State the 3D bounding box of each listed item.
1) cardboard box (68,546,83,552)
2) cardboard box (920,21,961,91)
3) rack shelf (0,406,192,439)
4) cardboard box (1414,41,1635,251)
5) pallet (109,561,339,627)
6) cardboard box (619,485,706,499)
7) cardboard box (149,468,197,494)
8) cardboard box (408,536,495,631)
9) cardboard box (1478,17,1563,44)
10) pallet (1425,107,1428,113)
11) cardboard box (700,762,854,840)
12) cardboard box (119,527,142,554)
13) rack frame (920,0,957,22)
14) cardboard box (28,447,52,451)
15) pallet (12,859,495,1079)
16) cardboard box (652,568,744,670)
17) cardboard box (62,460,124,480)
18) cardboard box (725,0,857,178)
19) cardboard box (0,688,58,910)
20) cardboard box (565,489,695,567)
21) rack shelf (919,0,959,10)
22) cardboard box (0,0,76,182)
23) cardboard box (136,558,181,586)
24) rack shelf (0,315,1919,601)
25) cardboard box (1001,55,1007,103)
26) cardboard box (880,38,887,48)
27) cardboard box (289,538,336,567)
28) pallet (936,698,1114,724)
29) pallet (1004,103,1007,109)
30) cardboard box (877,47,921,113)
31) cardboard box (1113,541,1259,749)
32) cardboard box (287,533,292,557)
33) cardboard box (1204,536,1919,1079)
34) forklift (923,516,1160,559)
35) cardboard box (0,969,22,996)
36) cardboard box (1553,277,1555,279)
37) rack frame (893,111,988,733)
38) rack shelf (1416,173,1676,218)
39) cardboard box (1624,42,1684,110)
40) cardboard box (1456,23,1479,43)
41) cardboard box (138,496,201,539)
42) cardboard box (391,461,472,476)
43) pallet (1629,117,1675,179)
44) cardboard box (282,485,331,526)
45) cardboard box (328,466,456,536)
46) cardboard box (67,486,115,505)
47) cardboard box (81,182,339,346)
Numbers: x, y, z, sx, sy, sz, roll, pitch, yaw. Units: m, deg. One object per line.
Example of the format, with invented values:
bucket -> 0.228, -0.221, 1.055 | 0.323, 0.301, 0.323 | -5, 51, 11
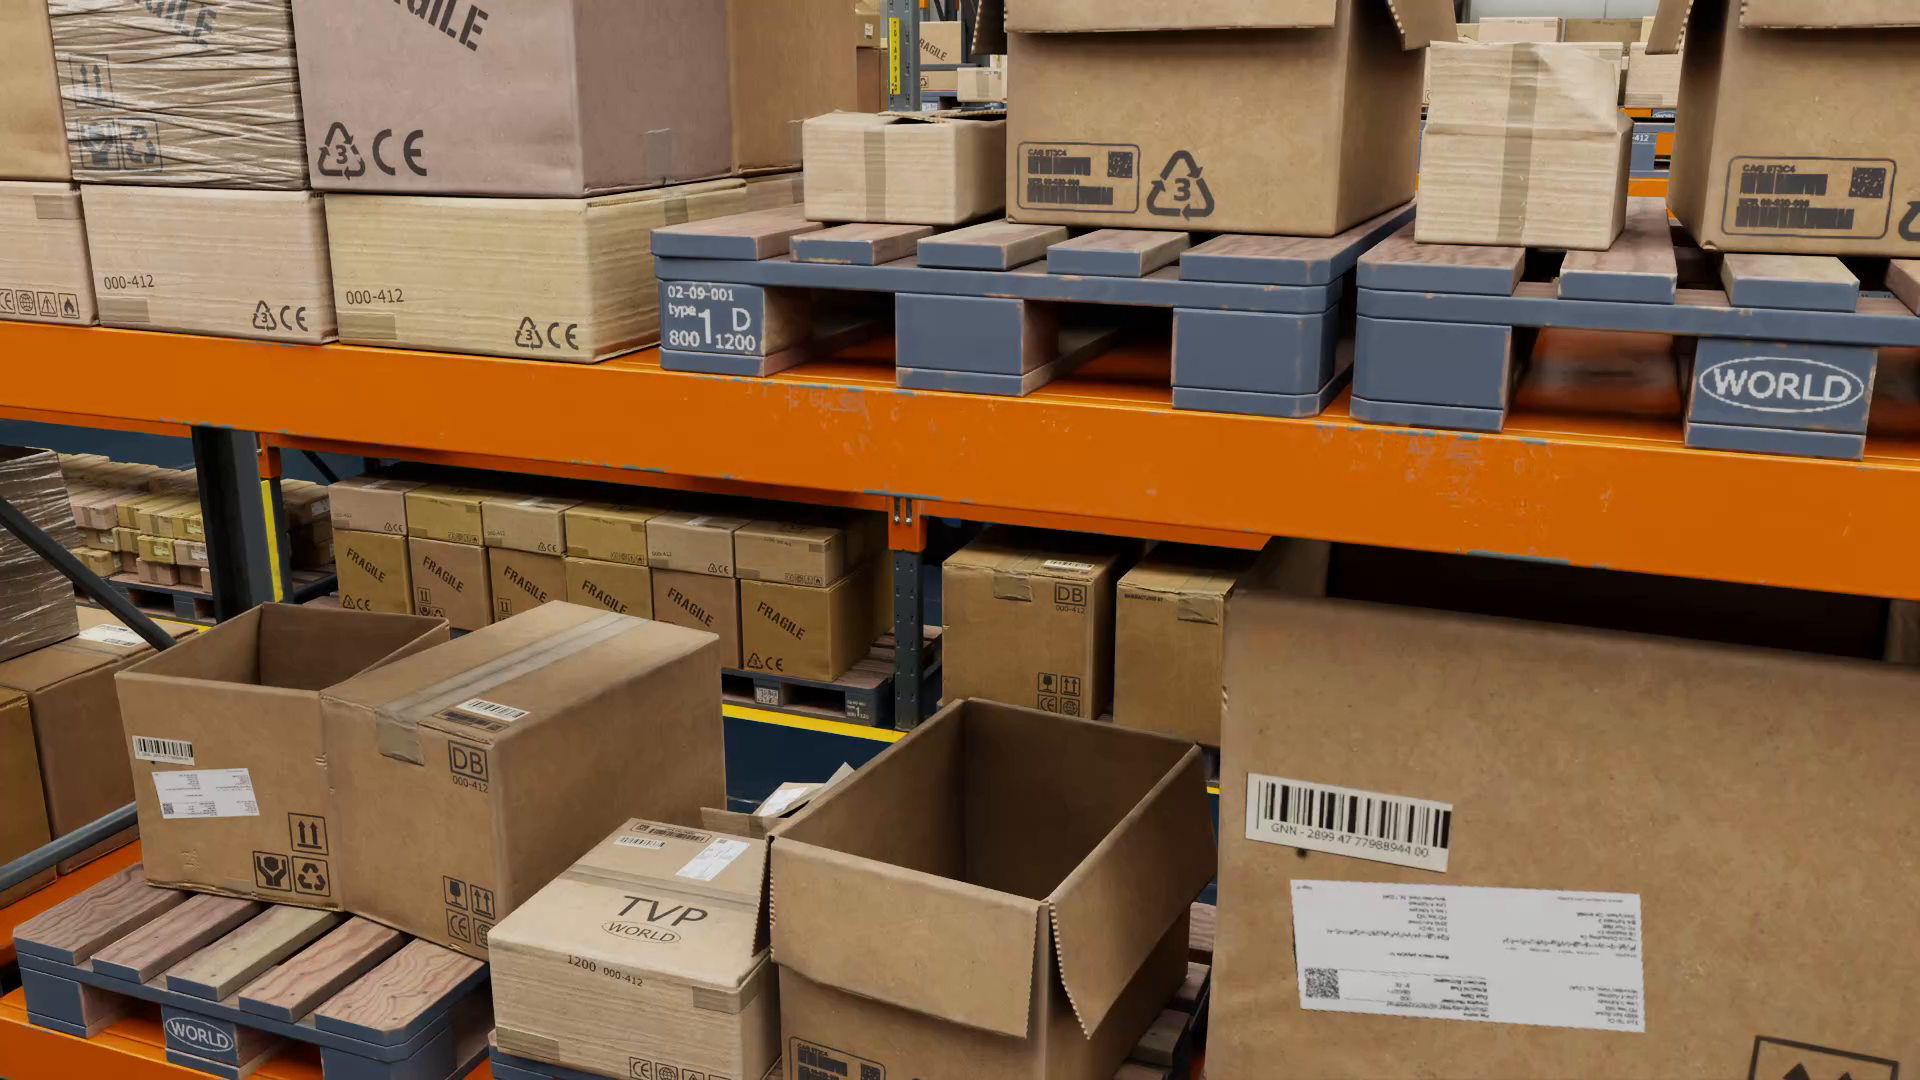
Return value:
cardboard box -> -5.479, 0.054, 10.468 | 0.250, 0.149, 0.380 | 7, 17, 22
cardboard box -> -0.111, -3.692, 12.698 | 0.500, 0.500, 0.500 | 6, 17, 21
rack shelf -> -5.669, -0.871, 10.583 | 4.000, 0.370, 1.077 | 6, 17, 21
cardboard box -> 0.808, -0.565, 2.348 | 0.258, 0.266, 0.396 | 7, 18, 23
pallet -> -4.446, 0.268, 10.372 | 1.213, 0.211, 1.003 | 6, 17, 21
cardboard box -> -1.568, -0.203, 9.378 | 0.500, 0.250, 0.500 | 6, 17, 21
cardboard box -> -4.999, -0.344, 10.770 | 0.250, 0.149, 0.380 | 7, 17, 22
cardboard box -> -2.726, 0.185, 9.386 | 0.500, 0.500, 0.500 | 7, 18, 23
cardboard box -> 3.813, -3.423, 11.322 | 0.500, 0.250, 0.500 | 7, 17, 22
pallet -> 3.855, -3.034, 11.700 | 1.003, 0.211, 1.213 | 6, 17, 21
cardboard box -> -0.351, 0.637, 3.587 | 0.258, 0.266, 0.396 | 6, 17, 19
cardboard box -> -4.927, -0.035, 10.241 | 0.250, 0.149, 0.380 | 6, 17, 21
rack frame -> -0.269, -6.475, 17.835 | 0.127, 3.000, 1.000 | 6, 17, 21
cardboard box -> -6.444, -0.517, 11.366 | 0.250, 0.149, 0.380 | 6, 17, 19
pallet -> -1.299, 0.811, 3.844 | 1.003, 0.211, 1.213 | 6, 17, 21
cardboard box -> -1.277, 0.343, 8.843 | 0.500, 0.500, 0.500 | 7, 18, 23
cardboard box -> -5.751, -0.405, 10.981 | 0.250, 0.149, 0.380 | 6, 17, 19
cardboard box -> -0.530, -0.967, 3.168 | 0.500, 0.500, 0.500 | 7, 17, 22
cardboard box -> -2.551, 0.639, 3.912 | 0.500, 0.500, 0.500 | 7, 18, 22
cardboard box -> -1.761, -0.071, 8.922 | 0.500, 0.250, 0.500 | 7, 17, 22
rack shelf -> 1.592, -5.732, 17.287 | 4.000, 0.370, 1.077 | 6, 17, 21
cardboard box -> -1.659, -0.940, 3.076 | 0.500, 0.500, 0.500 | 6, 17, 21
cardboard box -> -4.779, 0.145, 10.153 | 0.250, 0.149, 0.380 | 6, 17, 19
rack shelf -> -0.141, -0.217, 2.951 | 4.000, 0.370, 1.077 | 6, 17, 21
cardboard box -> 0.505, -2.119, 7.439 | 0.500, 0.311, 0.500 | 6, 17, 21
cardboard box -> -0.826, -5.334, 18.126 | 0.500, 0.250, 0.500 | 6, 17, 21
cardboard box -> -4.029, 0.035, 10.532 | 0.250, 0.149, 0.380 | 5, 17, 18
pallet -> 0.618, 0.837, 8.412 | 1.213, 0.211, 1.003 | 6, 17, 21
pallet -> 1.016, -3.299, 12.614 | 1.003, 0.211, 1.213 | 7, 18, 23
cardboard box -> -0.521, -2.218, 8.376 | 0.500, 0.500, 0.500 | 6, 17, 21
cardboard box -> 1.260, 0.450, 8.024 | 0.750, 0.750, 1.050 | 7, 17, 21
cardboard box -> -4.218, 0.063, 9.903 | 0.250, 0.149, 0.380 | 7, 17, 22
cardboard box -> 1.032, 0.475, 2.827 | 1.000, 1.000, 1.000 | 6, 17, 21
forklift -> 1.081, -1.153, 10.389 | 3.031, 2.935, 1.130 | 12, 20, 36
cardboard box -> -2.636, 1.416, 4.473 | 0.875, 0.875, 1.225 | 5, 17, 18
cardboard box -> 3.902, -1.972, 11.622 | 0.500, 0.500, 0.500 | 7, 18, 23
rack frame -> -0.088, -0.602, 8.369 | 0.127, 3.000, 1.000 | 6, 17, 21
rack shelf -> 1.773, -1.493, 7.346 | 4.000, 0.370, 1.077 | 6, 17, 21
cardboard box -> 2.918, -1.842, 6.595 | 0.500, 0.250, 0.500 | 6, 17, 21
cardboard box -> 4.984, -4.681, 15.926 | 0.500, 0.500, 0.500 | 7, 17, 22
cardboard box -> -4.721, -0.138, 10.063 | 0.250, 0.149, 0.380 | 6, 17, 20
cardboard box -> -3.023, -0.362, 9.927 | 0.500, 0.250, 0.500 | 6, 17, 19
pallet -> 2.763, -1.623, 6.847 | 1.217, 0.209, 0.805 | 6, 17, 18
cardboard box -> -4.053, -0.219, 10.341 | 0.250, 0.149, 0.380 | 7, 18, 23
cardboard box -> -3.218, -0.229, 9.467 | 0.500, 0.250, 0.500 | 5, 17, 18
cardboard box -> -5.475, -0.213, 10.321 | 0.250, 0.149, 0.380 | 6, 17, 19
cardboard box -> -1.180, -0.528, 3.002 | 0.500, 0.250, 0.500 | 7, 17, 22
